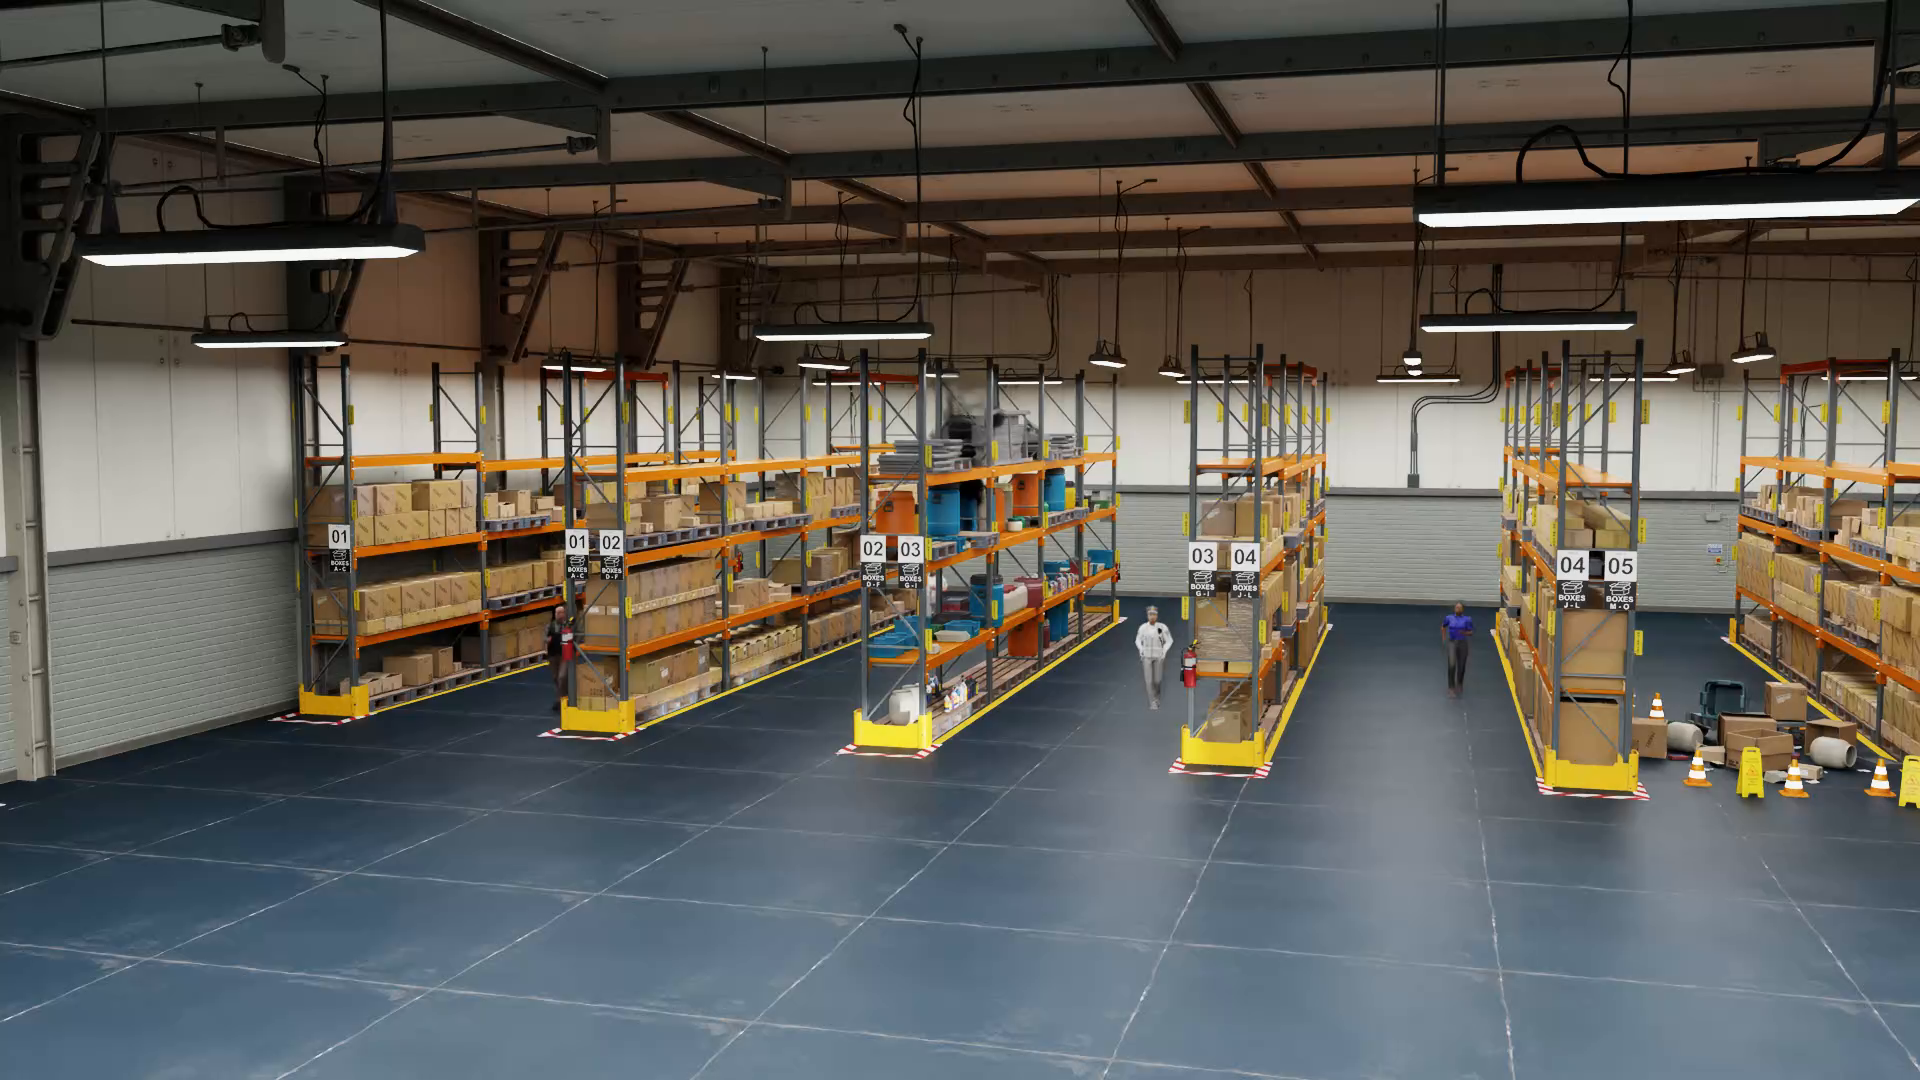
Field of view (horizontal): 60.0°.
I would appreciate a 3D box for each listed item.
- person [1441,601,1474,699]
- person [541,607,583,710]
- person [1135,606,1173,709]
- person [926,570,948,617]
[{"bbox_3d":[8.882,1.949,29.698,0.549,1.716,0.762,1,4,12],"label":"person"},{"bbox_3d":[-6.825,1.991,28.427,0.657,1.704,0.971,1,4,8],"label":"person"},{"bbox_3d":[3.091,1.886,26.617,0.592,1.666,0.481,1,4,12],"label":"person"},{"bbox_3d":[-0.594,1.367,36.406,0.658,1.777,0.976,1,4,7],"label":"person"}]
